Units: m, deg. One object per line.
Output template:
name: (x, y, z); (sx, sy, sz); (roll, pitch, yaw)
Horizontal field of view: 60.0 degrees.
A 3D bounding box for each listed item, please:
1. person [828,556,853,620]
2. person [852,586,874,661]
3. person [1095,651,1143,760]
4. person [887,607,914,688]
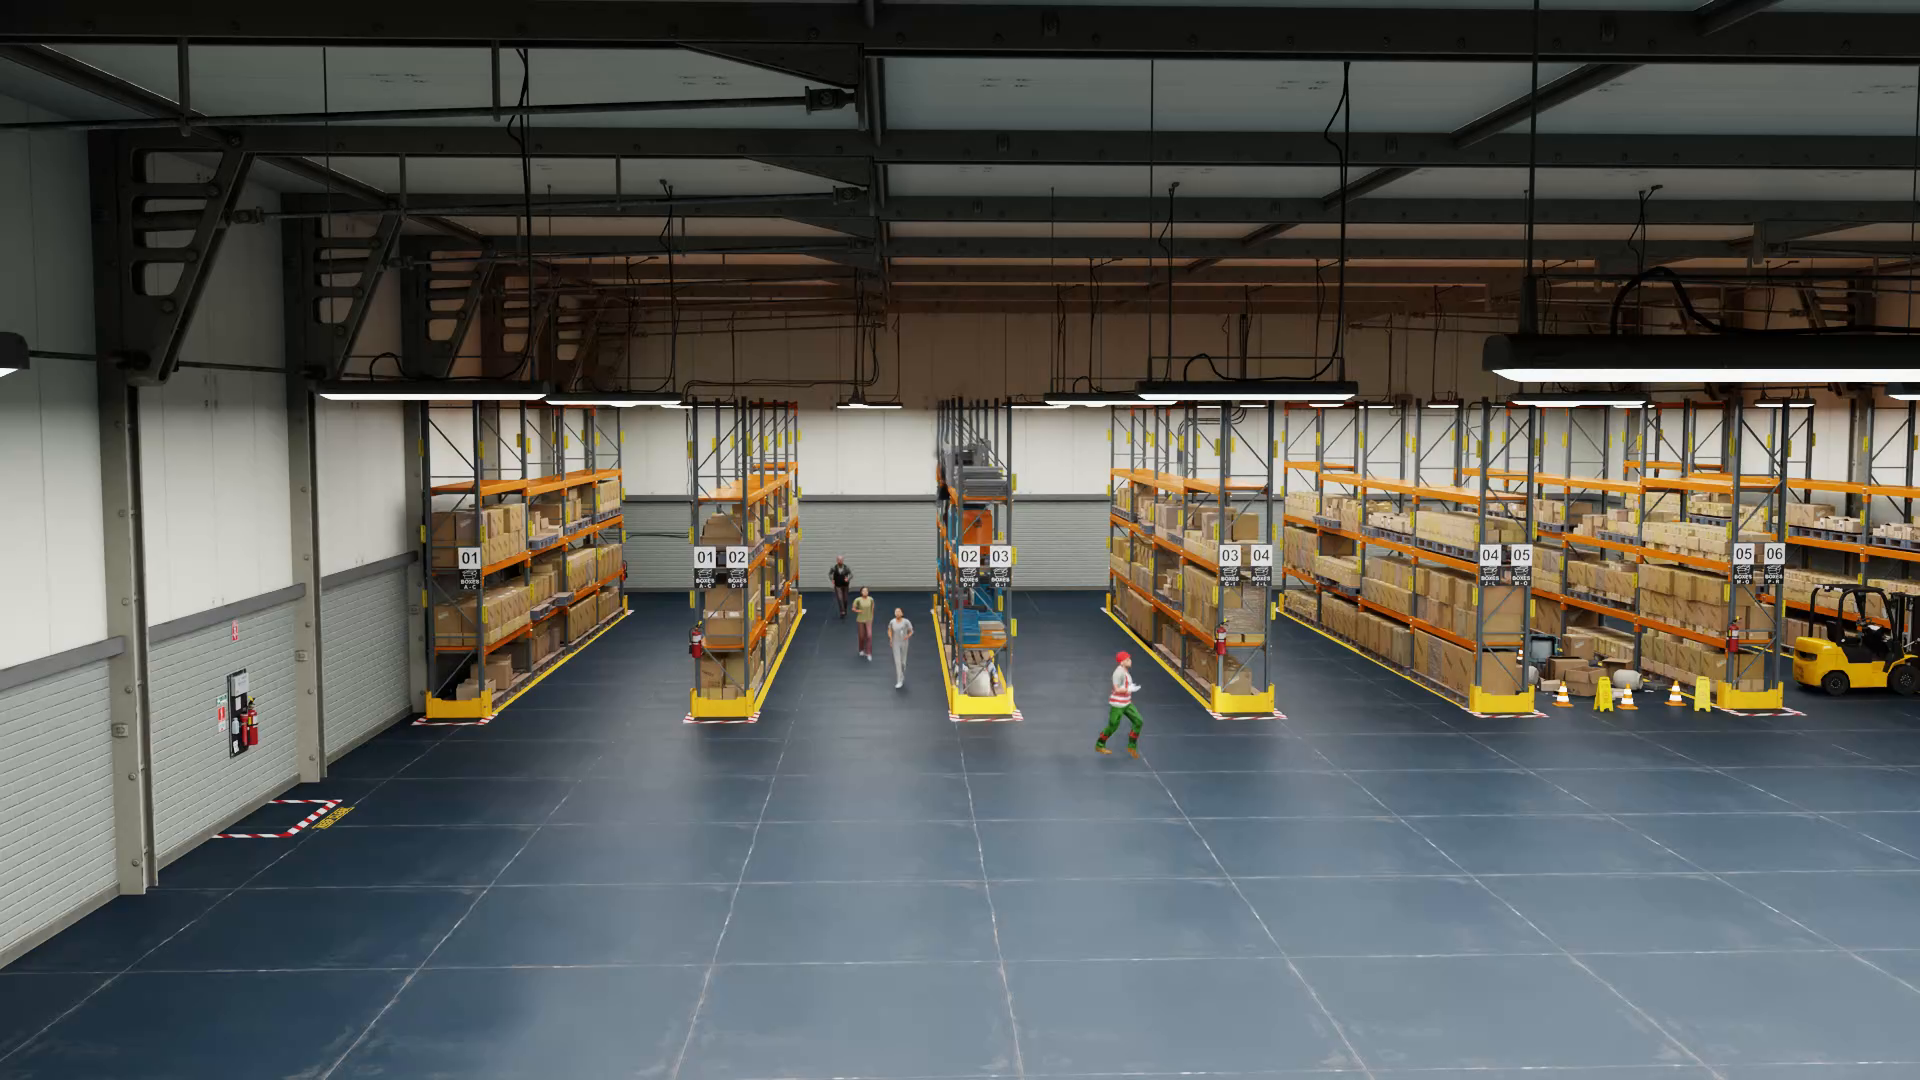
person: (-3.308, 1.310, 46.132); (0.671, 1.729, 0.823); (-1, 4, -10)
person: (-2.237, 1.915, 38.533); (0.561, 1.710, 0.774); (-1, 5, -12)
person: (2.594, 2.733, 27.325); (0.825, 1.823, 0.631); (2, 5, 29)
person: (-1.247, 2.219, 34.769); (0.563, 1.666, 0.802); (0, 4, 3)
